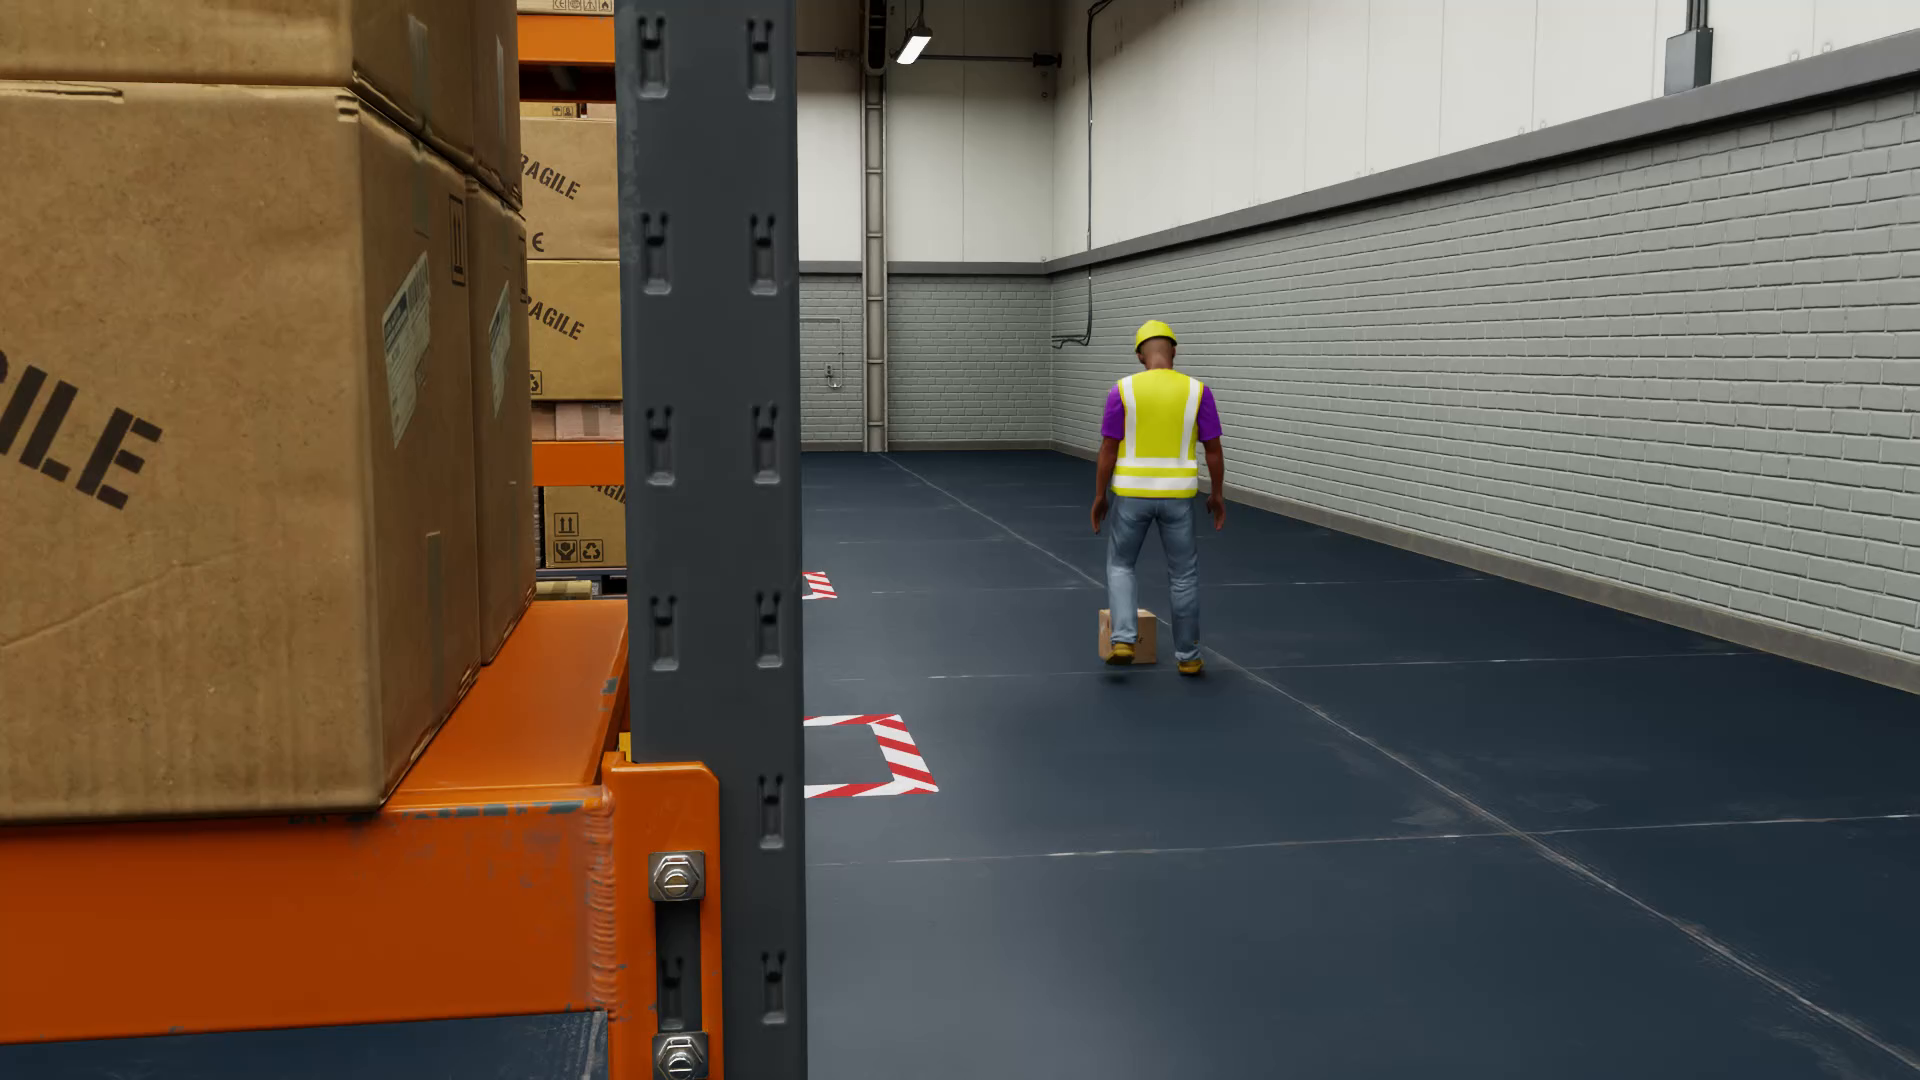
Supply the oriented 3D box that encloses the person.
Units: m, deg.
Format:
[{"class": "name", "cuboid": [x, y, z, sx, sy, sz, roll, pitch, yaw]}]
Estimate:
[{"class": "person", "cuboid": [0.986, -0.207, 8.284, 0.676, 1.764, 0.488, 0, 6, 1]}]
